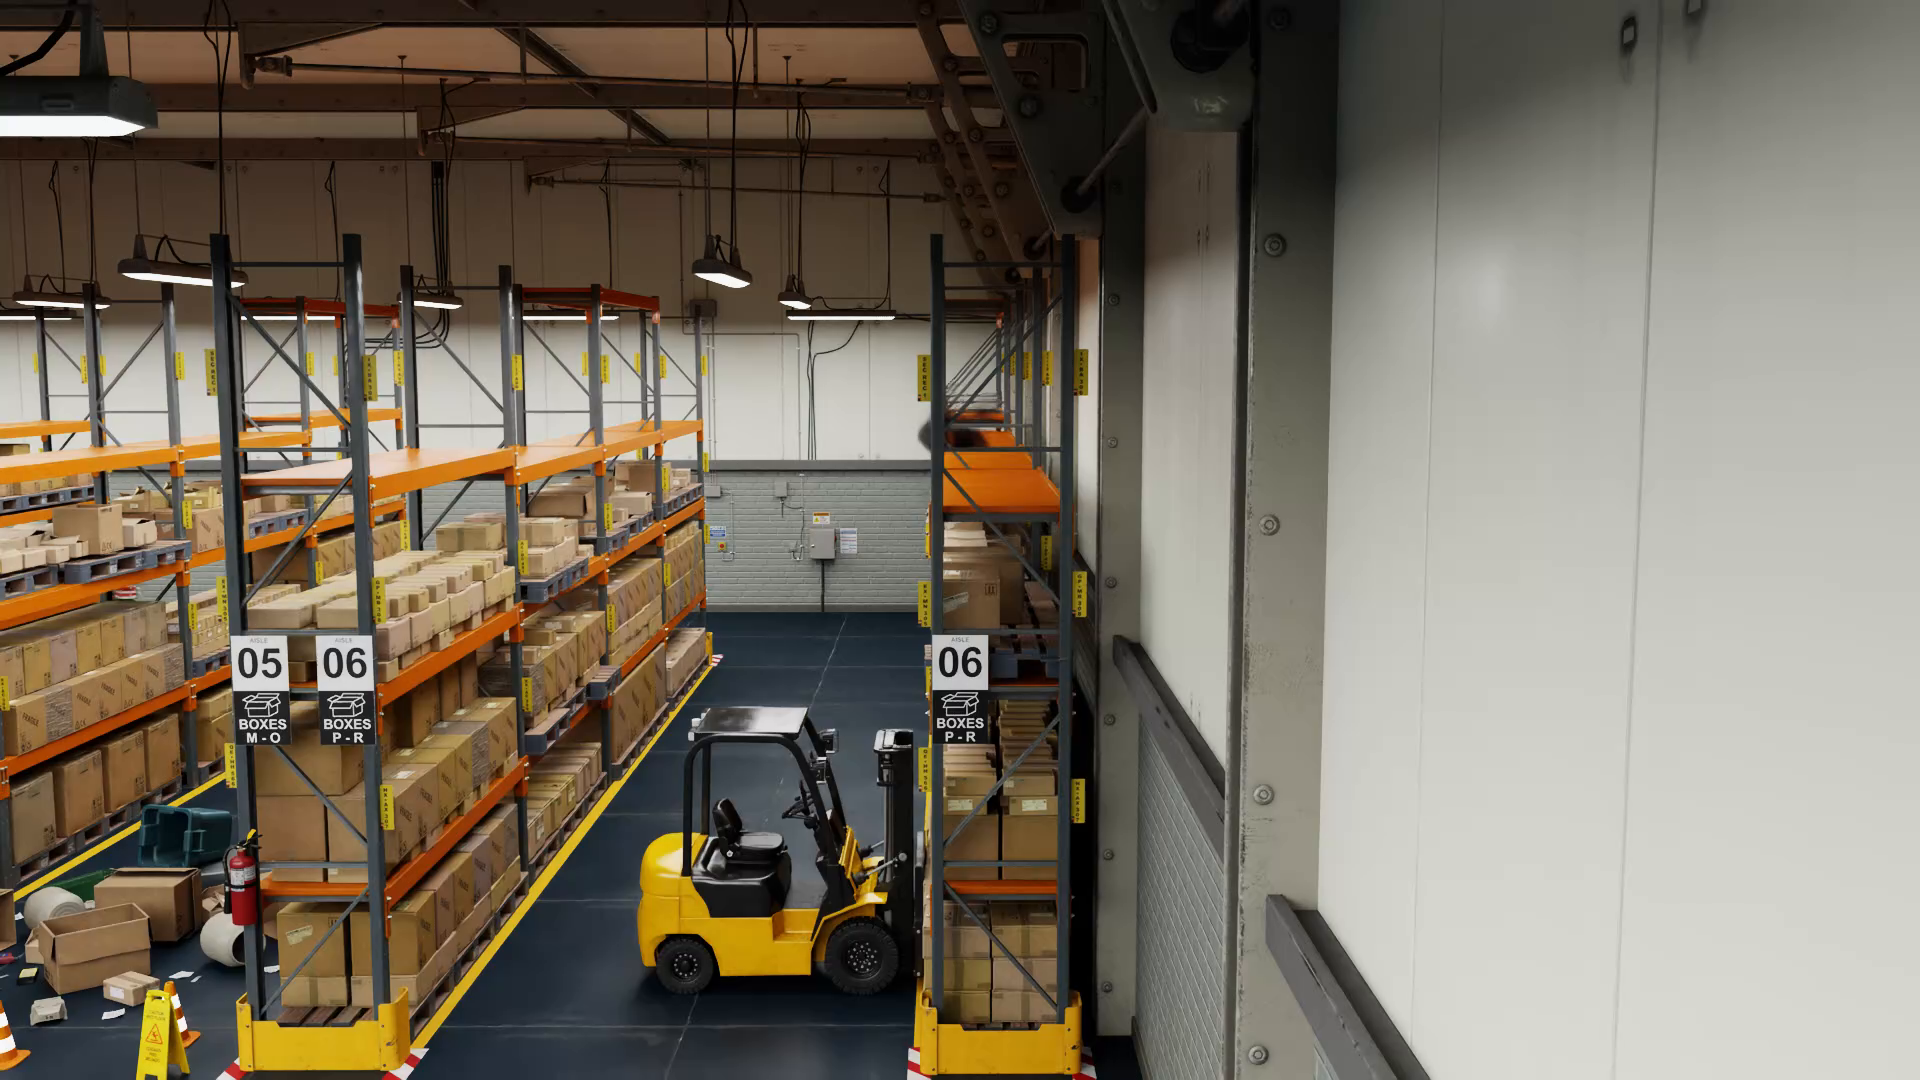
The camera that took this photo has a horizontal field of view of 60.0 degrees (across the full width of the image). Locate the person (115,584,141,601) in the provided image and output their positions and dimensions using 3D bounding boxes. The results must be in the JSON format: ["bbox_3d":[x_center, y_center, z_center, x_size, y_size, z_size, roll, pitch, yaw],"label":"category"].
[{"bbox_3d":[-14.679,1.035,29.189,0.985,1.763,0.658,3,7,22],"label":"person"}]
